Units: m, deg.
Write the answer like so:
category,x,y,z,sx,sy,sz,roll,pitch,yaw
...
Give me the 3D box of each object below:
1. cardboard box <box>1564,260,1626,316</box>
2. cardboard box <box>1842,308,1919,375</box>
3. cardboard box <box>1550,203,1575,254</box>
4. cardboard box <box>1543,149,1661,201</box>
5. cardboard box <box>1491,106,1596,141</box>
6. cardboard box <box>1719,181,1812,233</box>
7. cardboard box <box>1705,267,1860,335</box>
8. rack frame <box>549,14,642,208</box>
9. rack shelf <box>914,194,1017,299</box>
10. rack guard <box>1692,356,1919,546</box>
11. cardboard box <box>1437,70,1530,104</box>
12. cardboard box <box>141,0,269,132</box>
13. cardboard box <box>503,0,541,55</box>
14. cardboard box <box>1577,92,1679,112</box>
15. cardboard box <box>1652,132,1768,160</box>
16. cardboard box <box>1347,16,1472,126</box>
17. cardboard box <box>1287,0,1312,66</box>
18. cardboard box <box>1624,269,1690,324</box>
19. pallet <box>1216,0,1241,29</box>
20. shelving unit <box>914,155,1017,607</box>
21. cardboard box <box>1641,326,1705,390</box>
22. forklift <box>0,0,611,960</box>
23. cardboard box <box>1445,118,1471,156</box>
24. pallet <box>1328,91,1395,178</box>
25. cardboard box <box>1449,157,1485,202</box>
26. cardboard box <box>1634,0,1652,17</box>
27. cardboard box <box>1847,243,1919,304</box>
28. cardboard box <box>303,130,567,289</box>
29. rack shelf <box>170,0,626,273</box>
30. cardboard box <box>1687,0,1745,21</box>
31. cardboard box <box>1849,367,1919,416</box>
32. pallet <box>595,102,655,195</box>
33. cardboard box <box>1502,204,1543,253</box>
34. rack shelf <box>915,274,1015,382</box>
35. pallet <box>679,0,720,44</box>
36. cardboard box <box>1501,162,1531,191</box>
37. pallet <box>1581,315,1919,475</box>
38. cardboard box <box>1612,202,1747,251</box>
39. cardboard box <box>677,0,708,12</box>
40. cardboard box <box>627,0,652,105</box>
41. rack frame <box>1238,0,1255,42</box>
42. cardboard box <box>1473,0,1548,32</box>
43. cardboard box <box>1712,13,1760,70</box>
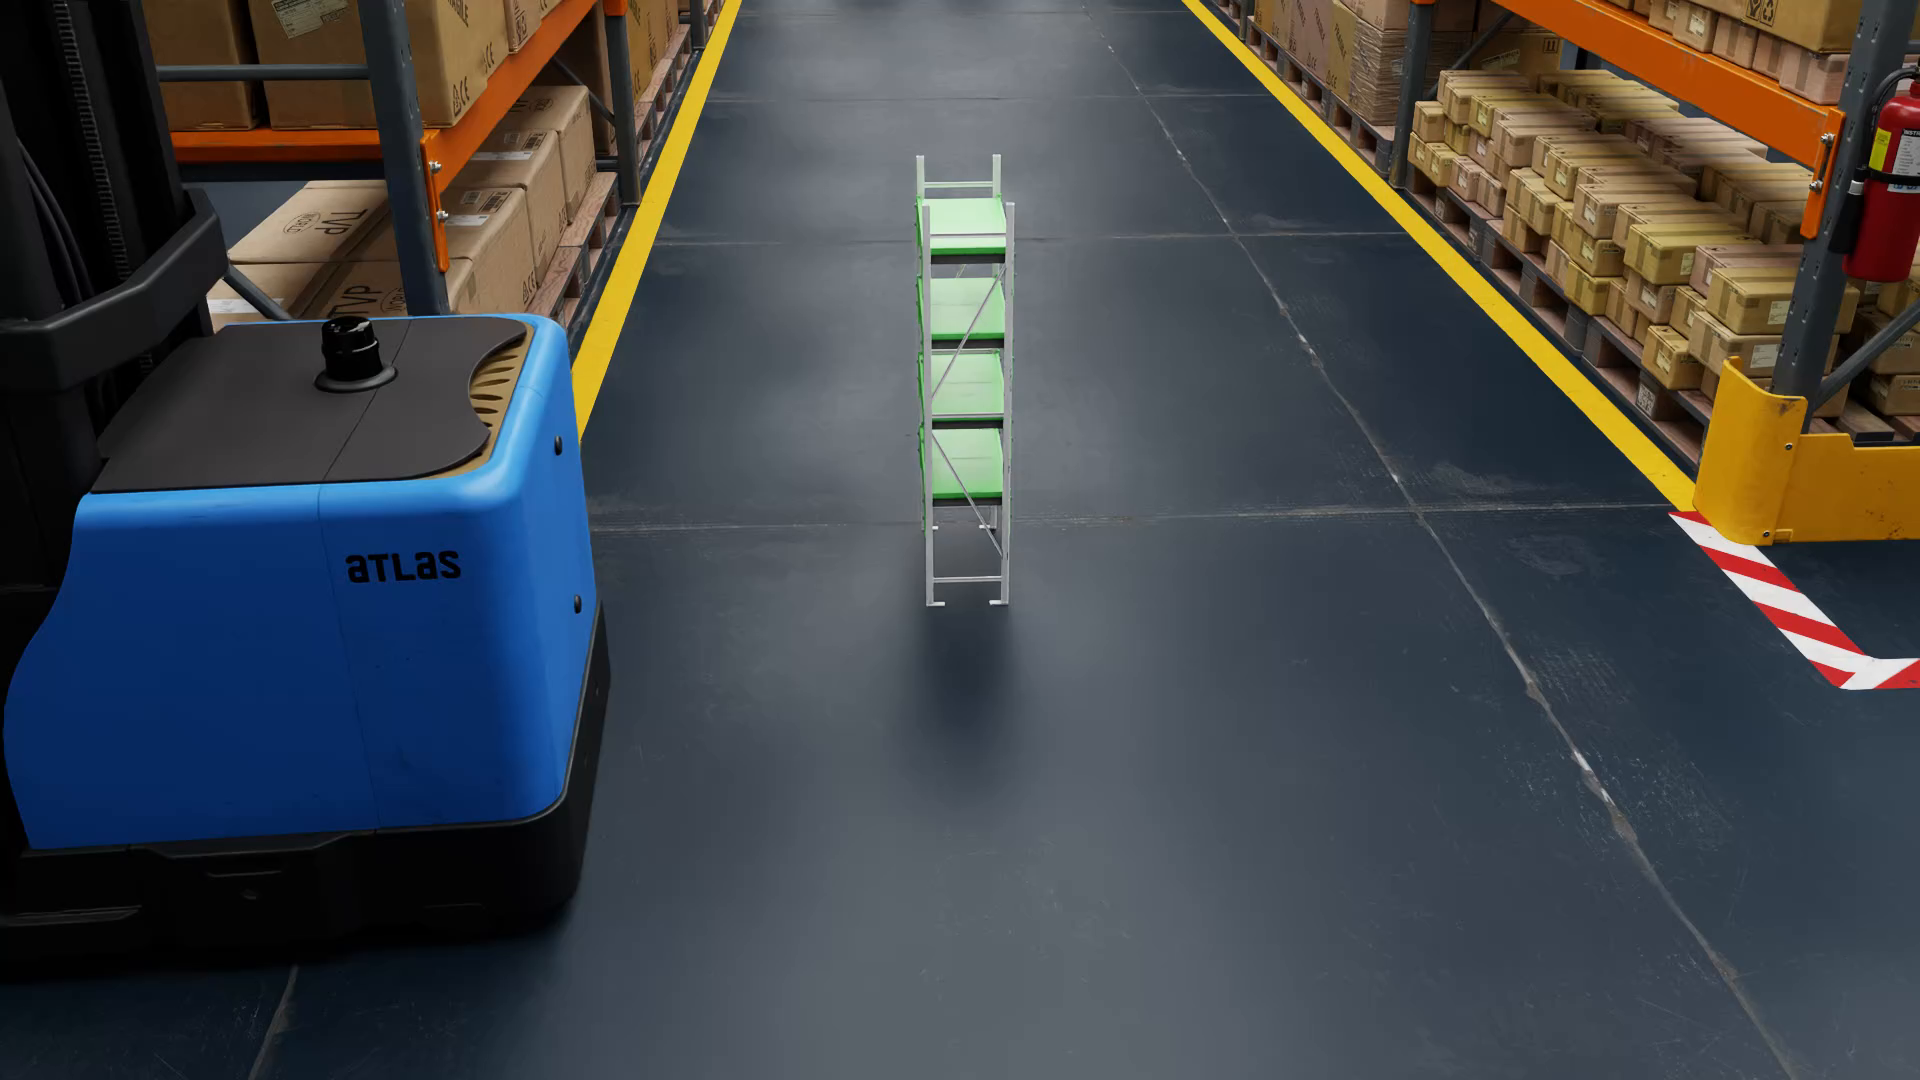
category,x,y,z,sx,sy,sz,roll,pitch,yaw
cardboard box,2.622,-1.000,6.552,0.380,0.149,0.250,-3,28,-5
cardboard box,3.231,-0.672,5.601,0.380,0.149,0.250,0,28,0
cardboard box,2.626,-1.258,6.725,0.380,0.149,0.250,0,28,0
cardboard box,2.660,-1.516,6.899,0.380,0.149,0.250,-1,28,-2
cardboard box,2.658,-1.874,7.585,0.380,0.149,0.250,-2,28,-4
cardboard box,3.194,-1.290,6.465,0.380,0.149,0.250,0,28,-1
cardboard box,2.721,-0.794,5.513,0.380,0.149,0.250,-1,28,-2
rack frame,-2.145,-3.050,7.855,1.000,3.000,0.127,-1,28,-3
rack shelf,0.009,-0.824,4.634,0.258,0.148,0.480,-1,28,-3
rack guard,2.998,-0.296,5.277,1.175,0.500,0.348,-1,28,-3
cardboard box,2.604,-2.238,8.283,0.380,0.149,0.250,0,28,-1
cardboard box,-2.225,-1.464,4.705,0.500,0.500,0.500,-1,28,-2
cardboard box,-1.737,-1.944,5.626,0.500,0.500,0.500,-2,28,-3
cardboard box,3.145,-2.013,7.851,0.380,0.149,0.250,-2,28,-3
cardboard box,3.213,-1.644,7.144,0.380,0.149,0.250,-2,28,-4
cardboard box,2.503,-2.630,9.298,0.500,0.500,0.500,-2,28,-4
cardboard box,2.428,-3.340,10.659,0.500,0.500,0.500,-2,28,-4
cardboard box,2.661,-0.900,6.039,0.380,0.149,0.250,-2,28,-5
pallet,2.618,-4.193,13.062,1.003,0.211,1.213,-1,28,-3
shelving unit,0.009,-0.456,4.826,0.258,1.200,0.503,-1,28,-3
cardboard box,2.652,-0.646,5.873,0.380,0.149,0.250,-1,28,-1
forklift,-2.387,-0.608,3.247,3.031,2.935,1.130,-3,28,-5
cardboard box,2.595,-1.981,8.111,0.380,0.149,0.250,-1,28,-2
pallet,2.751,-2.340,9.508,1.003,0.211,1.213,-1,28,-3
cardboard box,2.570,-1.726,7.945,0.380,0.149,0.250,-2,28,-3
cardboard box,2.724,-1.999,6.110,0.380,0.149,0.250,-3,28,-5
cardboard box,3.180,-0.930,5.774,0.380,0.149,0.250,-1,28,-2
cardboard box,-2.172,-1.395,6.997,0.875,0.438,0.875,-2,28,-4
rack shelf,-2.040,-1.808,6.250,1.077,0.370,4.000,-1,28,-3
cardboard box,2.700,-1.985,5.382,0.500,0.500,0.500,-2,28,-3
cardboard box,3.294,-0.541,5.673,0.380,0.149,0.250,-1,28,-2
pallet,-2.260,-2.168,9.179,1.003,0.211,1.213,-1,28,-3
cardboard box,2.600,-1.365,7.251,0.380,0.149,0.250,-2,28,-4
rack shelf,0.009,-0.612,4.745,0.258,0.148,0.480,-1,28,-3
pallet,-2.393,-4.022,12.733,1.003,0.211,1.213,-1,28,-3
cardboard box,2.646,-1.617,7.413,0.380,0.149,0.250,0,28,0
pallet,2.991,-0.544,6.065,1.003,0.211,1.213,-1,28,-3
cardboard box,2.675,-1.149,6.194,0.380,0.149,0.250,-2,28,-5
cardboard box,-2.373,-4.180,12.408,0.950,0.372,0.625,-3,28,-6
cardboard box,-2.312,-2.996,9.594,0.875,0.875,0.875,-1,28,-1
rack frame,2.584,-5.064,11.715,1.000,3.000,0.127,-1,28,-3
cardboard box,3.019,-2.975,9.148,0.500,0.250,0.500,-3,28,-5
cardboard box,2.699,-1.633,5.409,0.380,0.149,0.250,-2,28,-3
